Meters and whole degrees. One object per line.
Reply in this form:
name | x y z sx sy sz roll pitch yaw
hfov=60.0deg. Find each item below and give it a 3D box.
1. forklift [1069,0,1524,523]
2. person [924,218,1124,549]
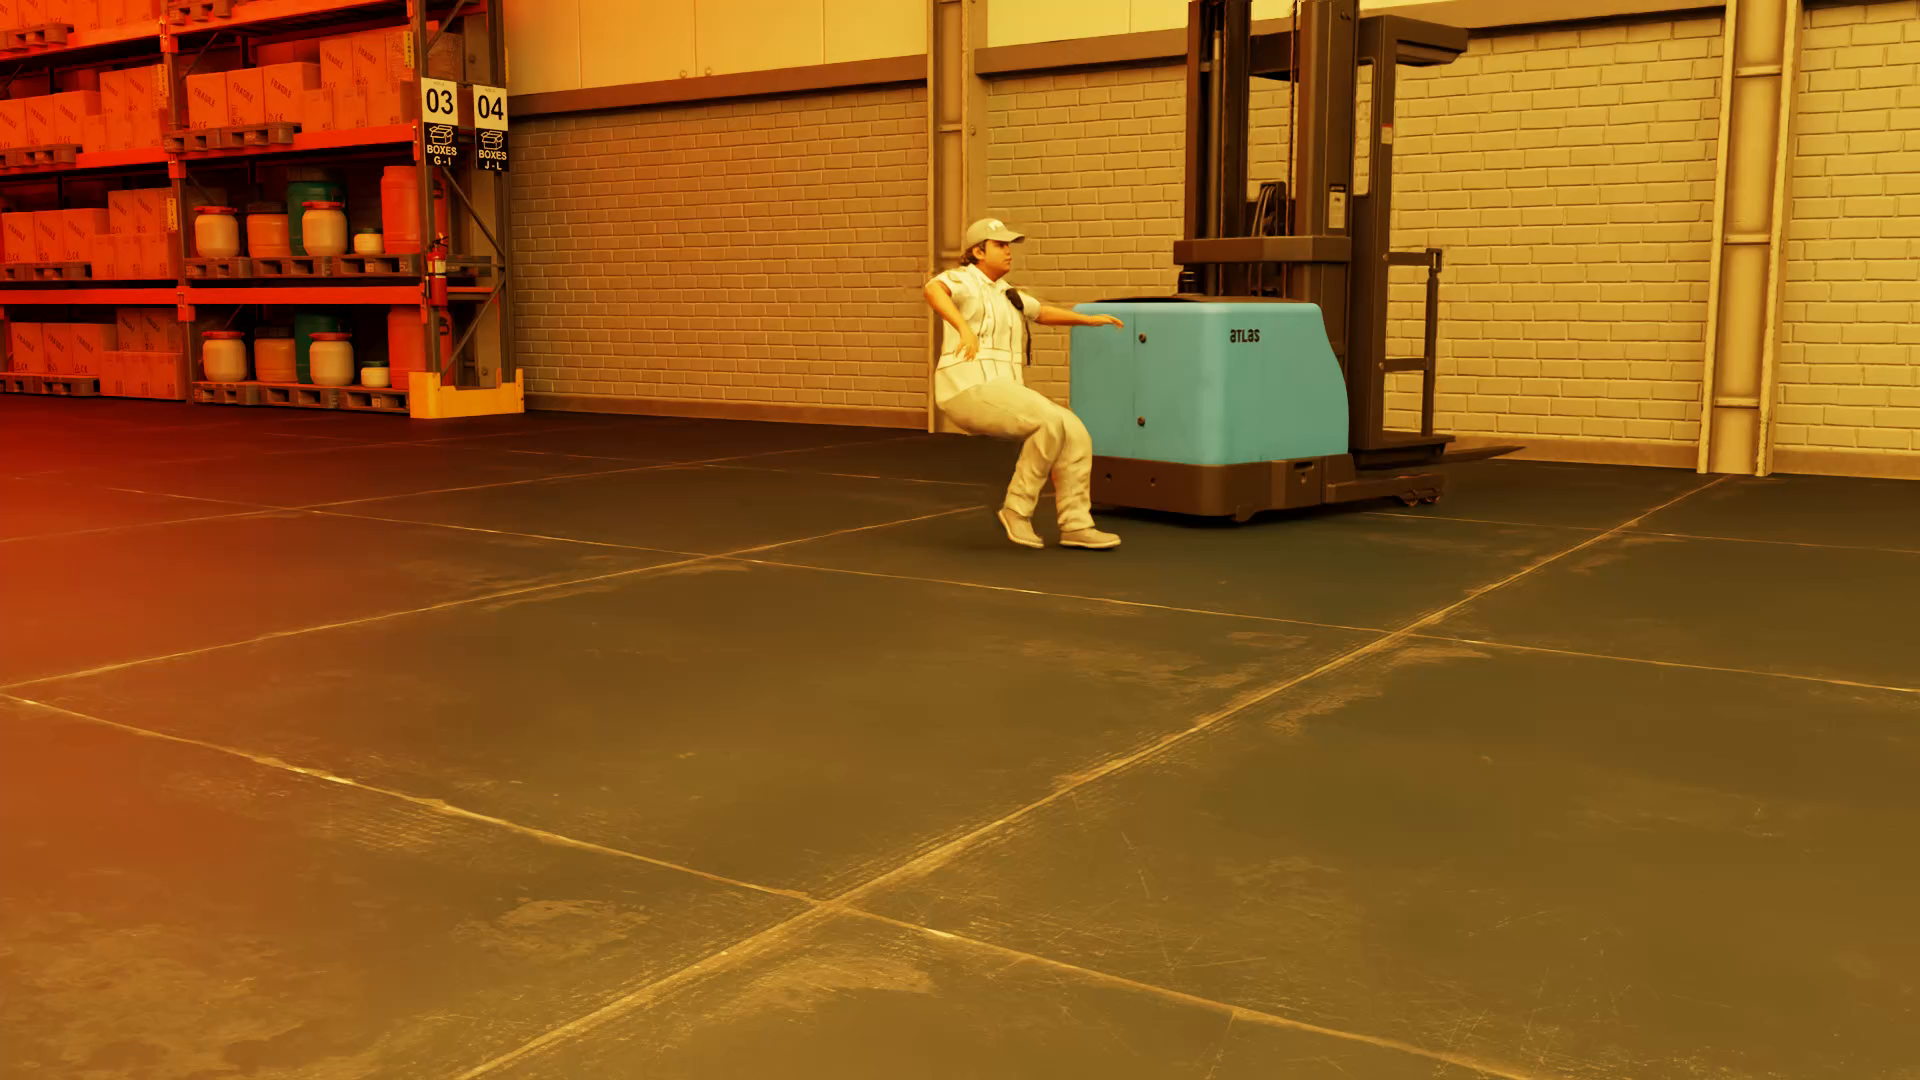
forklift | 1.996 -1.681 9.012 3.031 2.935 1.130 -7 11 -40
person | 0.301 -0.684 7.269 0.822 1.437 0.995 4 9 23
